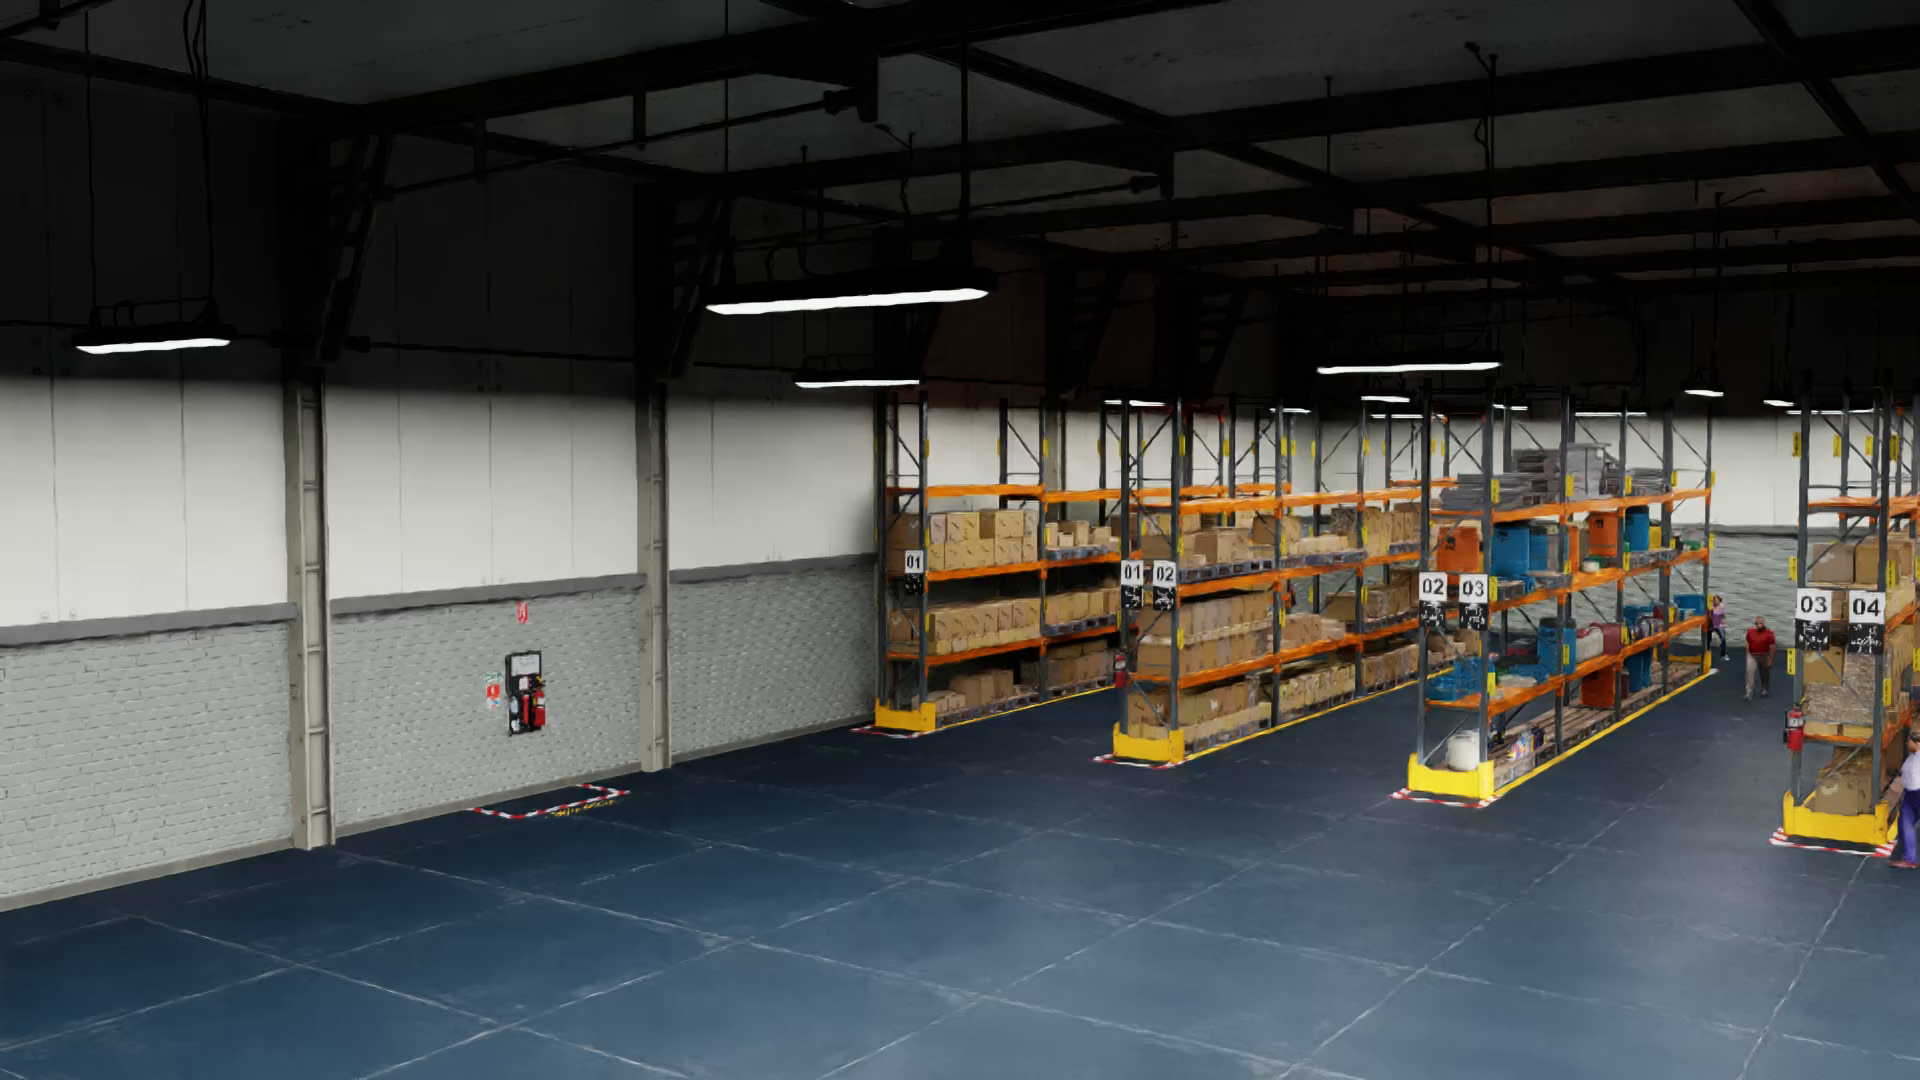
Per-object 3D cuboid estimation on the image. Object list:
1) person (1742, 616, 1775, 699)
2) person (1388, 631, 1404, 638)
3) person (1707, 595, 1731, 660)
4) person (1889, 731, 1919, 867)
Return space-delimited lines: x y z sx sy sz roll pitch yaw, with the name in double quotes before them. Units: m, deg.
"person" 15.890 2.323 33.045 0.541 1.642 1.106 2 4 32
"person" 10.859 1.815 41.212 0.527 1.777 0.671 2 4 36
"person" 17.846 2.049 39.273 0.572 1.533 0.755 1 3 14
"person" 11.430 3.109 19.732 0.558 1.613 0.544 0 3 -1
